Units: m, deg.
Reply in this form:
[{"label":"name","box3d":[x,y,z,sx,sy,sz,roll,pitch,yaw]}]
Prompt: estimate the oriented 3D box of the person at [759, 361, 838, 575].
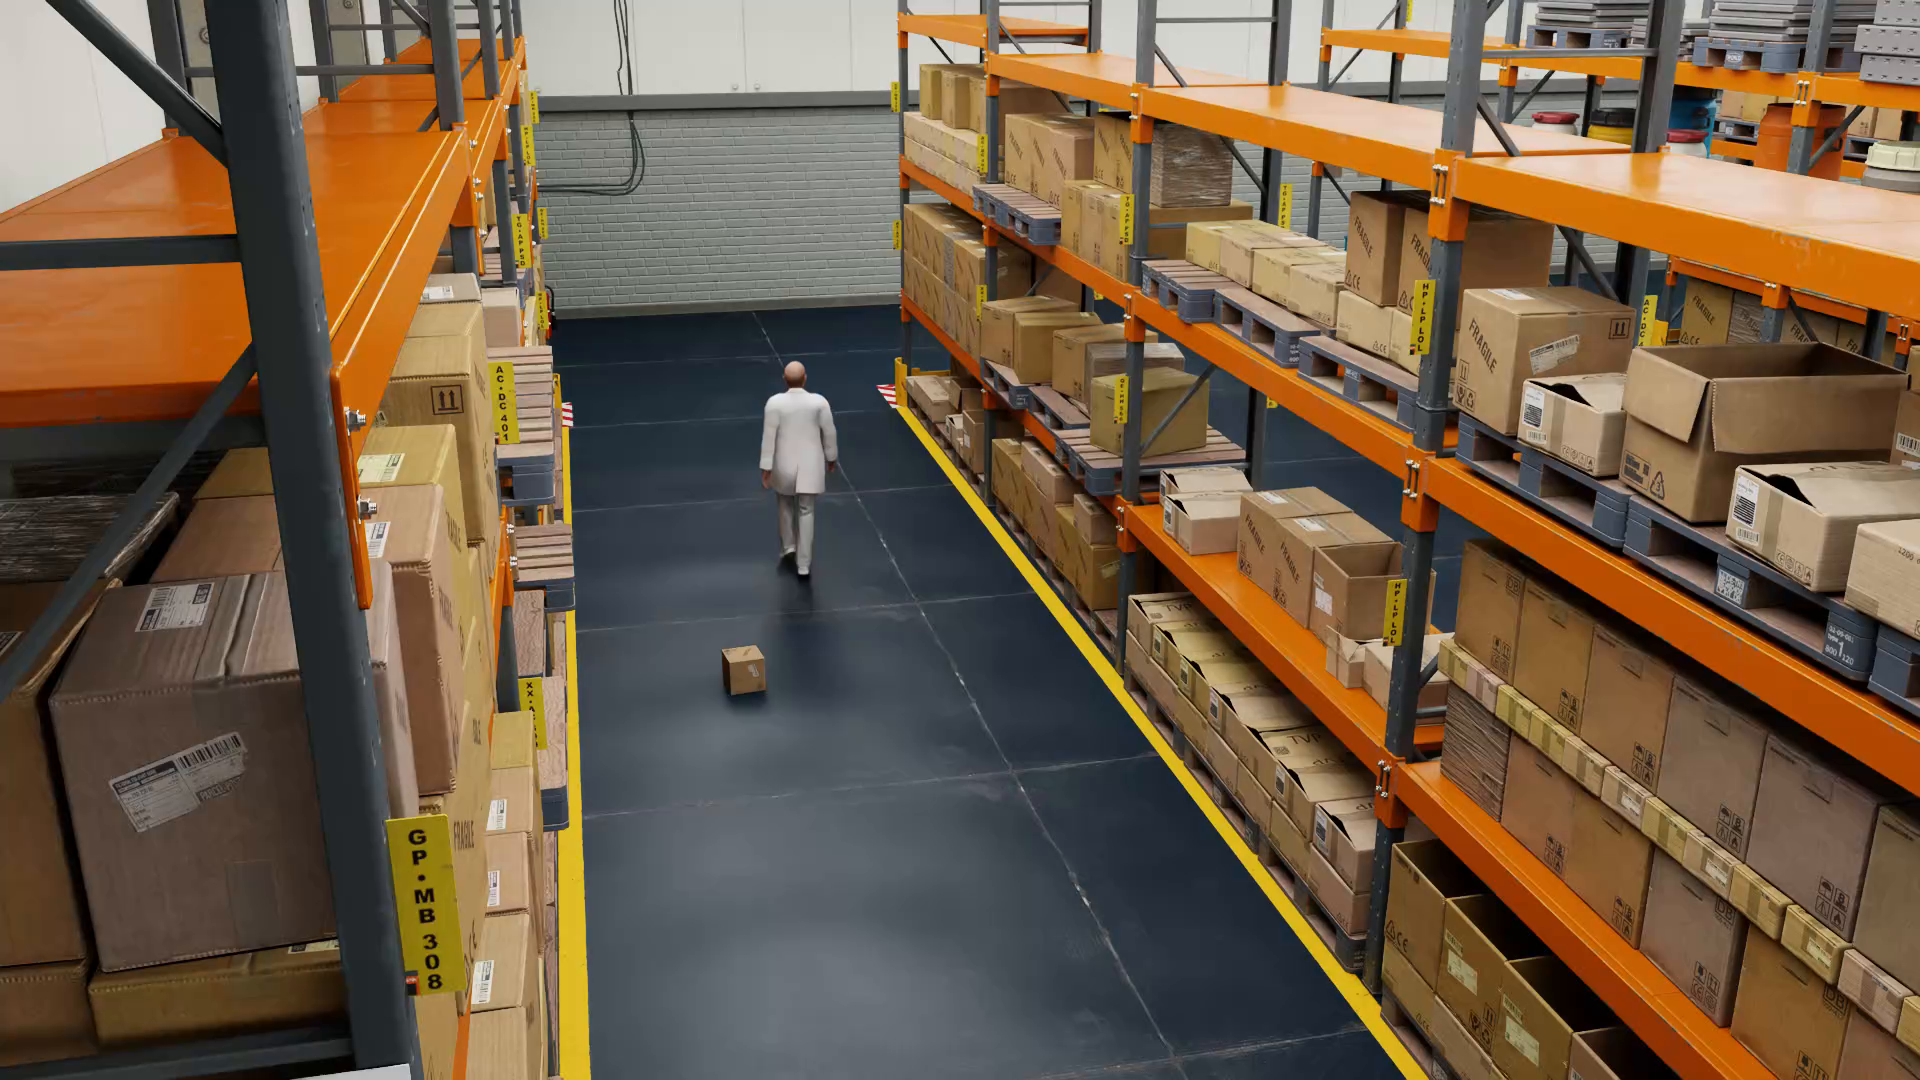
[{"label":"person","box3d":[-1.337,-0.605,13.846,0.643,1.834,0.765,-1,19,-3]}]
